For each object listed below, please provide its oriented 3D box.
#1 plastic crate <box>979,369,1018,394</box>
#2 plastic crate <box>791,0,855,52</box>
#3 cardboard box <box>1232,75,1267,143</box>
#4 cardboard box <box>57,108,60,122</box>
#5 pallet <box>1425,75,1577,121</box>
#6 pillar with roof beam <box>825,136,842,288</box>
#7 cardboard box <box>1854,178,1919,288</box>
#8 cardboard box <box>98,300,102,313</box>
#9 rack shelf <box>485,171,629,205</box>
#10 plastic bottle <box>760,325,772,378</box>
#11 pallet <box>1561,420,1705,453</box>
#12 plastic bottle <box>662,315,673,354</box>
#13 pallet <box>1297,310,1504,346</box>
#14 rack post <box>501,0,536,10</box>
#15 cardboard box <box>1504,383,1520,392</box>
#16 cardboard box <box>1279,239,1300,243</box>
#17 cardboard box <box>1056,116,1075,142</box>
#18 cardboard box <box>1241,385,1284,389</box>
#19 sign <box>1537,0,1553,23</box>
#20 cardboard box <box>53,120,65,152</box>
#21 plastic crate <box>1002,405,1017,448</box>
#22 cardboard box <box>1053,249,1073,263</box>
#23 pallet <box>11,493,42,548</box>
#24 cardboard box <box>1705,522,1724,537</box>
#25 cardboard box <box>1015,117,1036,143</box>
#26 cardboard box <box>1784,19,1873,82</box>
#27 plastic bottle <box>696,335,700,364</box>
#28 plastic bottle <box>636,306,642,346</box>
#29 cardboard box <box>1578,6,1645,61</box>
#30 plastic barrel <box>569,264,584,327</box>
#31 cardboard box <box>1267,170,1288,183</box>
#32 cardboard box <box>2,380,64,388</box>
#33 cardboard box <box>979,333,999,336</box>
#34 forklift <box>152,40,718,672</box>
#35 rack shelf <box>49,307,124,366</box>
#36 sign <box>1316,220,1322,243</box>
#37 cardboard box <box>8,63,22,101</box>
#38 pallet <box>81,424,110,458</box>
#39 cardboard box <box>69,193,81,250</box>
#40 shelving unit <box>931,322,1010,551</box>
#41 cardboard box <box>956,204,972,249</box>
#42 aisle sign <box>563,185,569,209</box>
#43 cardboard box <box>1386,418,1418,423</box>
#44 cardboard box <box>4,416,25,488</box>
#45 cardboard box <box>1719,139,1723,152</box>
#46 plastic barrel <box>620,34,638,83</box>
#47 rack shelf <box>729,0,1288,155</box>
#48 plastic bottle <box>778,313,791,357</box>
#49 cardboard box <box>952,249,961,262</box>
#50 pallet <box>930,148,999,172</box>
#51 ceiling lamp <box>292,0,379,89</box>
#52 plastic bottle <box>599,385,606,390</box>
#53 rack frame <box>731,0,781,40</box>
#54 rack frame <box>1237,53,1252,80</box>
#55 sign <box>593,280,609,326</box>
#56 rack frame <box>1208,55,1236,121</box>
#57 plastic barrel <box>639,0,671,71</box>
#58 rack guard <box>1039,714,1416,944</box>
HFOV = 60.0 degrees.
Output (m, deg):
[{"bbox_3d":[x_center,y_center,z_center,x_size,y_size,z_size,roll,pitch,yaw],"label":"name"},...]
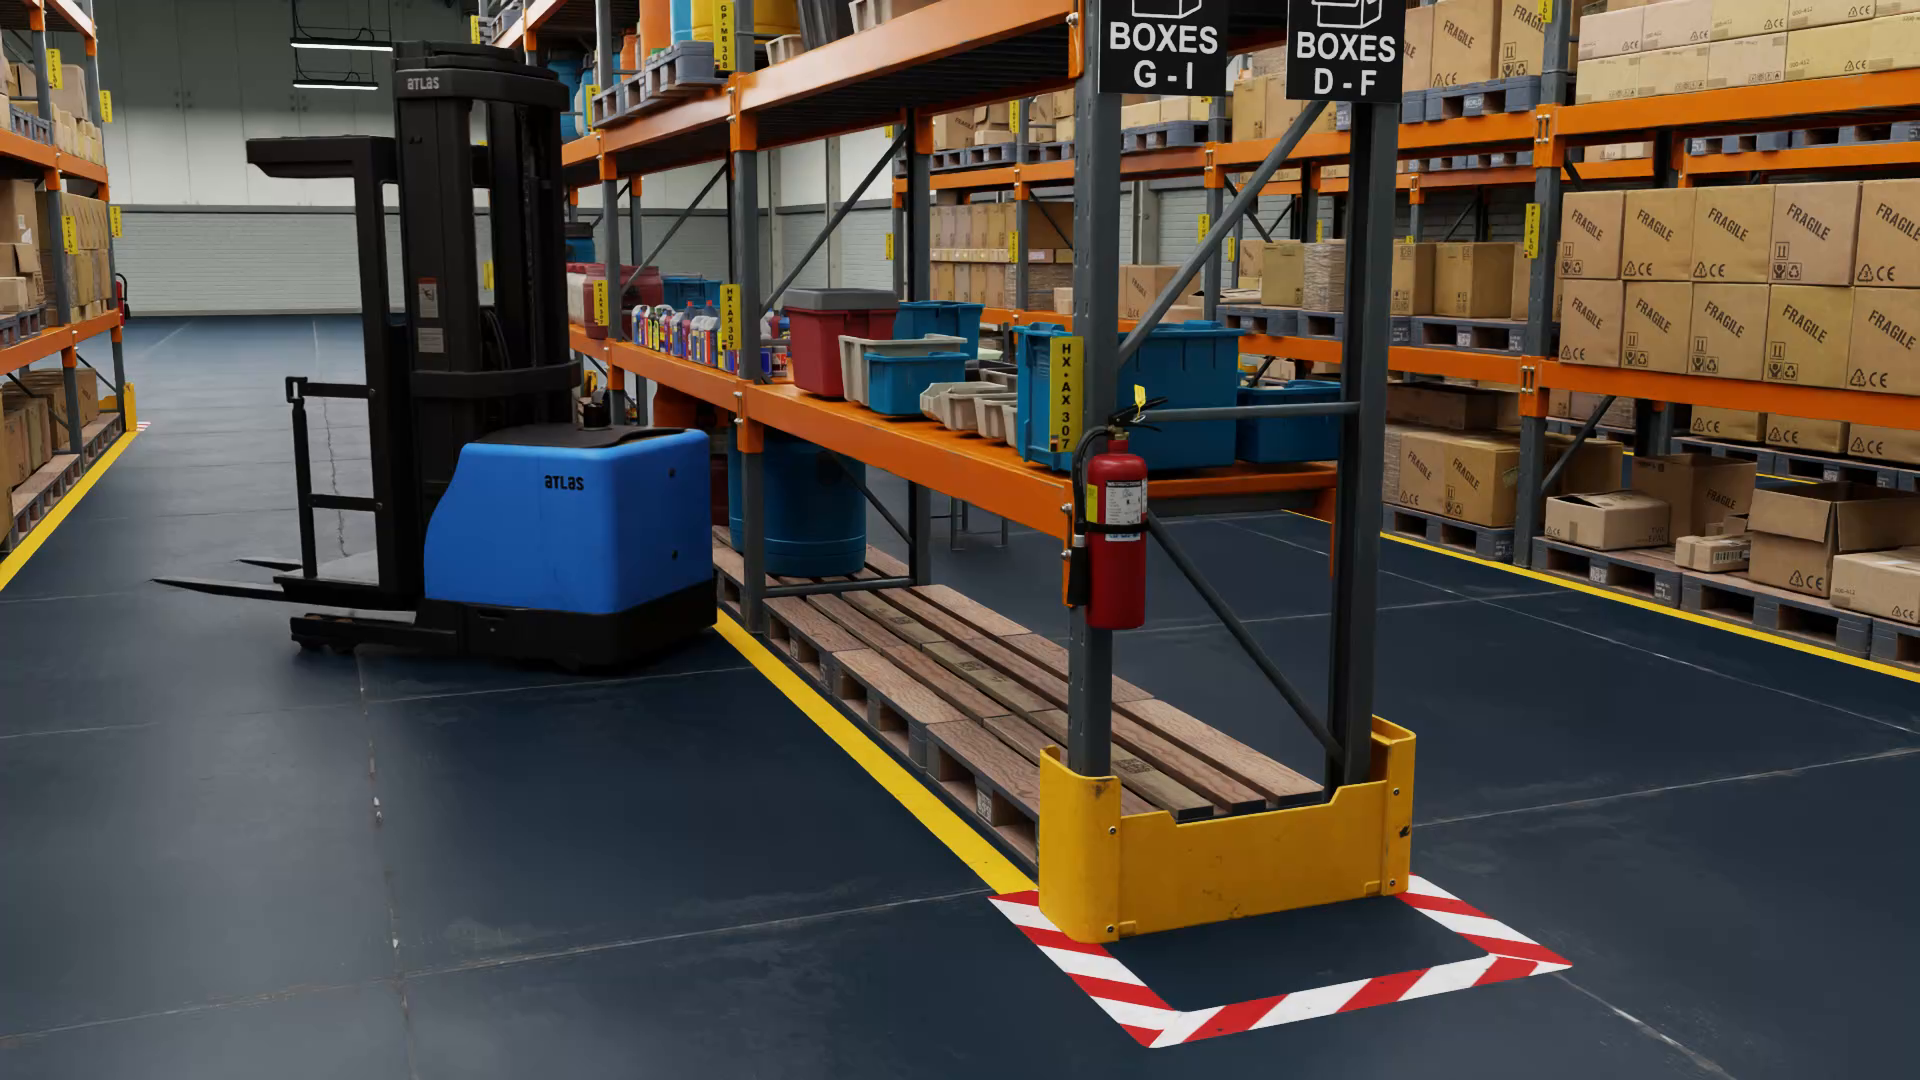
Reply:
[{"bbox_3d":[0.269,-0.656,7.125,0.293,0.136,0.466,-4,11,-21],"label":"plastic crate"},{"bbox_3d":[-0.447,-2.214,7.109,0.497,0.269,0.590,-4,11,-21],"label":"plastic crate"},{"bbox_3d":[2.716,-3.445,13.372,0.910,0.500,0.500,-4,11,-21],"label":"cardboard box"},{"bbox_3d":[-8.226,-3.770,14.773,0.380,0.149,0.250,-4,11,-21],"label":"cardboard box"},{"bbox_3d":[3.805,-2.830,10.739,1.213,0.211,1.003,-4,11,-21],"label":"pallet"},{"bbox_3d":[-7.406,-10.147,42.772,9.100,9.000,0.548,-4,11,-21],"label":"pillar with roof beam"},{"bbox_3d":[4.632,-1.446,7.842,0.500,0.500,0.500,-4,11,-19],"label":"cardboard box"},{"bbox_3d":[-9.006,-2.389,17.001,0.380,0.149,0.250,-4,11,-21],"label":"cardboard box"},{"bbox_3d":[-4.265,-3.776,17.574,1.077,0.370,4.000,-4,11,-21],"label":"rack shelf"},{"bbox_3d":[-1.086,-1.004,8.855,0.152,0.276,0.135,-4,11,-21],"label":"plastic bottle"},{"bbox_3d":[6.861,-1.058,16.765,1.003,0.211,1.213,-4,11,-21],"label":"pallet"},{"bbox_3d":[-1.884,-1.348,10.803,0.097,0.271,0.097,0,10,0],"label":"plastic bottle"},{"bbox_3d":[3.236,-1.577,12.266,1.003,0.211,1.213,-4,11,-21],"label":"pallet"},{"bbox_3d":[-4.259,-5.582,17.324,0.937,0.300,0.954,-4,11,-22],"label":"rack post"},{"bbox_3d":[6.356,-1.656,18.045,0.700,0.500,0.500,-4,11,-20],"label":"cardboard box"},{"bbox_3d":[4.488,-3.651,21.611,0.500,0.500,0.500,-4,11,-23],"label":"cardboard box"},{"bbox_3d":[1.292,-4.150,16.847,0.500,0.250,0.500,-3,10,-15],"label":"cardboard box"},{"bbox_3d":[2.611,-1.221,14.772,0.500,0.311,0.500,-4,11,-19],"label":"cardboard box"},{"bbox_3d":[3.460,-3.225,9.818,0.100,0.325,0.005,-4,11,-21],"label":"sign"},{"bbox_3d":[-8.081,-3.506,14.426,0.500,0.250,0.500,-4,11,-23],"label":"cardboard box"},{"bbox_3d":[0.344,-0.390,5.629,0.396,0.136,0.243,-4,11,-21],"label":"plastic crate"},{"bbox_3d":[1.160,-3.066,17.953,0.380,0.149,0.250,-4,11,-21],"label":"cardboard box"},{"bbox_3d":[-6.989,-0.115,11.463,1.003,0.211,1.213,-4,11,-21],"label":"pallet"},{"bbox_3d":[4.639,-0.016,9.828,0.380,0.149,0.250,-4,11,-21],"label":"cardboard box"},{"bbox_3d":[0.945,-4.537,18.450,0.500,0.311,0.500,-5,11,-24],"label":"cardboard box"},{"bbox_3d":[4.463,-2.398,8.200,0.500,0.250,0.500,-4,11,-21],"label":"cardboard box"},{"bbox_3d":[-1.517,-1.149,9.880,0.097,0.201,0.097,0,10,0],"label":"plastic bottle"},{"bbox_3d":[-2.219,-1.499,11.651,0.097,0.271,0.097,0,10,0],"label":"plastic bottle"},{"bbox_3d":[3.921,-2.889,9.533,0.500,0.250,0.500,-4,11,-21],"label":"cardboard box"},{"bbox_3d":[-3.133,-2.104,14.297,0.433,0.535,0.433,0,10,0],"label":"plastic barrel"},{"bbox_3d":[4.293,-4.984,21.969,0.500,0.500,0.500,-3,11,-17],"label":"cardboard box"},{"bbox_3d":[-8.778,-1.246,15.800,0.500,0.500,0.500,-5,11,-26],"label":"cardboard box"},{"bbox_3d":[0.156,-2.169,19.563,0.500,0.500,0.500,-4,11,-21],"label":"cardboard box"},{"bbox_3d":[-2.824,-0.968,8.491,3.031,2.935,1.130,4,11,21],"label":"forklift"},{"bbox_3d":[-8.882,-1.985,16.070,1.077,0.370,4.000,-4,11,-21],"label":"rack shelf"},{"bbox_3d":[3.029,-2.555,14.140,0.100,0.325,0.005,-4,11,-21],"label":"sign"},{"bbox_3d":[-9.320,-4.325,16.042,0.500,0.500,0.500,-4,11,-21],"label":"cardboard box"},{"bbox_3d":[-8.879,-0.947,16.141,1.003,0.211,1.213,-4,11,-21],"label":"pallet"},{"bbox_3d":[-8.266,-2.872,15.011,0.500,0.500,0.500,-4,11,-21],"label":"cardboard box"},{"bbox_3d":[-0.002,-0.739,11.295,0.431,1.500,0.755,-4,11,-21],"label":"shelving unit"},{"bbox_3d":[0.365,-3.647,19.367,0.700,0.500,0.500,-4,11,-21],"label":"cardboard box"},{"bbox_3d":[-4.739,-4.291,19.554,0.394,0.787,0.004,-4,11,-21],"label":"aisle sign"},{"bbox_3d":[3.468,-0.667,12.484,0.500,0.500,0.500,-4,11,-23],"label":"cardboard box"},{"bbox_3d":[-7.394,-0.636,12.311,0.700,0.500,0.500,-3,11,-16],"label":"cardboard box"},{"bbox_3d":[7.096,-3.971,16.272,0.500,0.500,0.500,-4,11,-21],"label":"cardboard box"},{"bbox_3d":[-2.424,-3.617,13.399,0.600,0.830,0.708,-4,11,-21],"label":"plastic barrel"},{"bbox_3d":[0.083,-1.818,6.563,1.077,0.370,4.000,-4,11,-21],"label":"rack shelf"},{"bbox_3d":[-1.095,-1.290,10.476,0.097,0.271,0.097,0,10,0],"label":"plastic bottle"},{"bbox_3d":[0.126,-3.334,19.460,0.380,0.149,0.250,-4,11,-20],"label":"cardboard box"},{"bbox_3d":[0.306,-4.411,19.339,1.003,0.211,1.213,-4,11,-21],"label":"pallet"},{"bbox_3d":[-15.632,-12.863,41.368,2.000,3.185,0.800,-4,11,-21],"label":"ceiling lamp"},{"bbox_3d":[-3.850,-1.541,18.039,0.152,0.276,0.135,-4,11,-20],"label":"plastic bottle"},{"bbox_3d":[-0.642,-3.975,8.072,1.000,3.000,0.127,-4,11,-21],"label":"rack frame"},{"bbox_3d":[4.243,-6.563,22.618,1.000,3.000,0.127,-4,11,-21],"label":"rack frame"},{"bbox_3d":[-2.601,-1.719,12.051,0.100,0.325,0.005,-4,11,-21],"label":"sign"},{"bbox_3d":[2.527,-4.942,13.507,1.000,3.000,0.127,-4,11,-21],"label":"rack frame"},{"bbox_3d":[-1.888,-3.477,11.409,0.600,0.830,0.708,-4,11,-21],"label":"plastic barrel"},{"bbox_3d":[0.829,0.865,5.129,1.175,0.500,0.348,-4,11,-21],"label":"rack guard"}]
